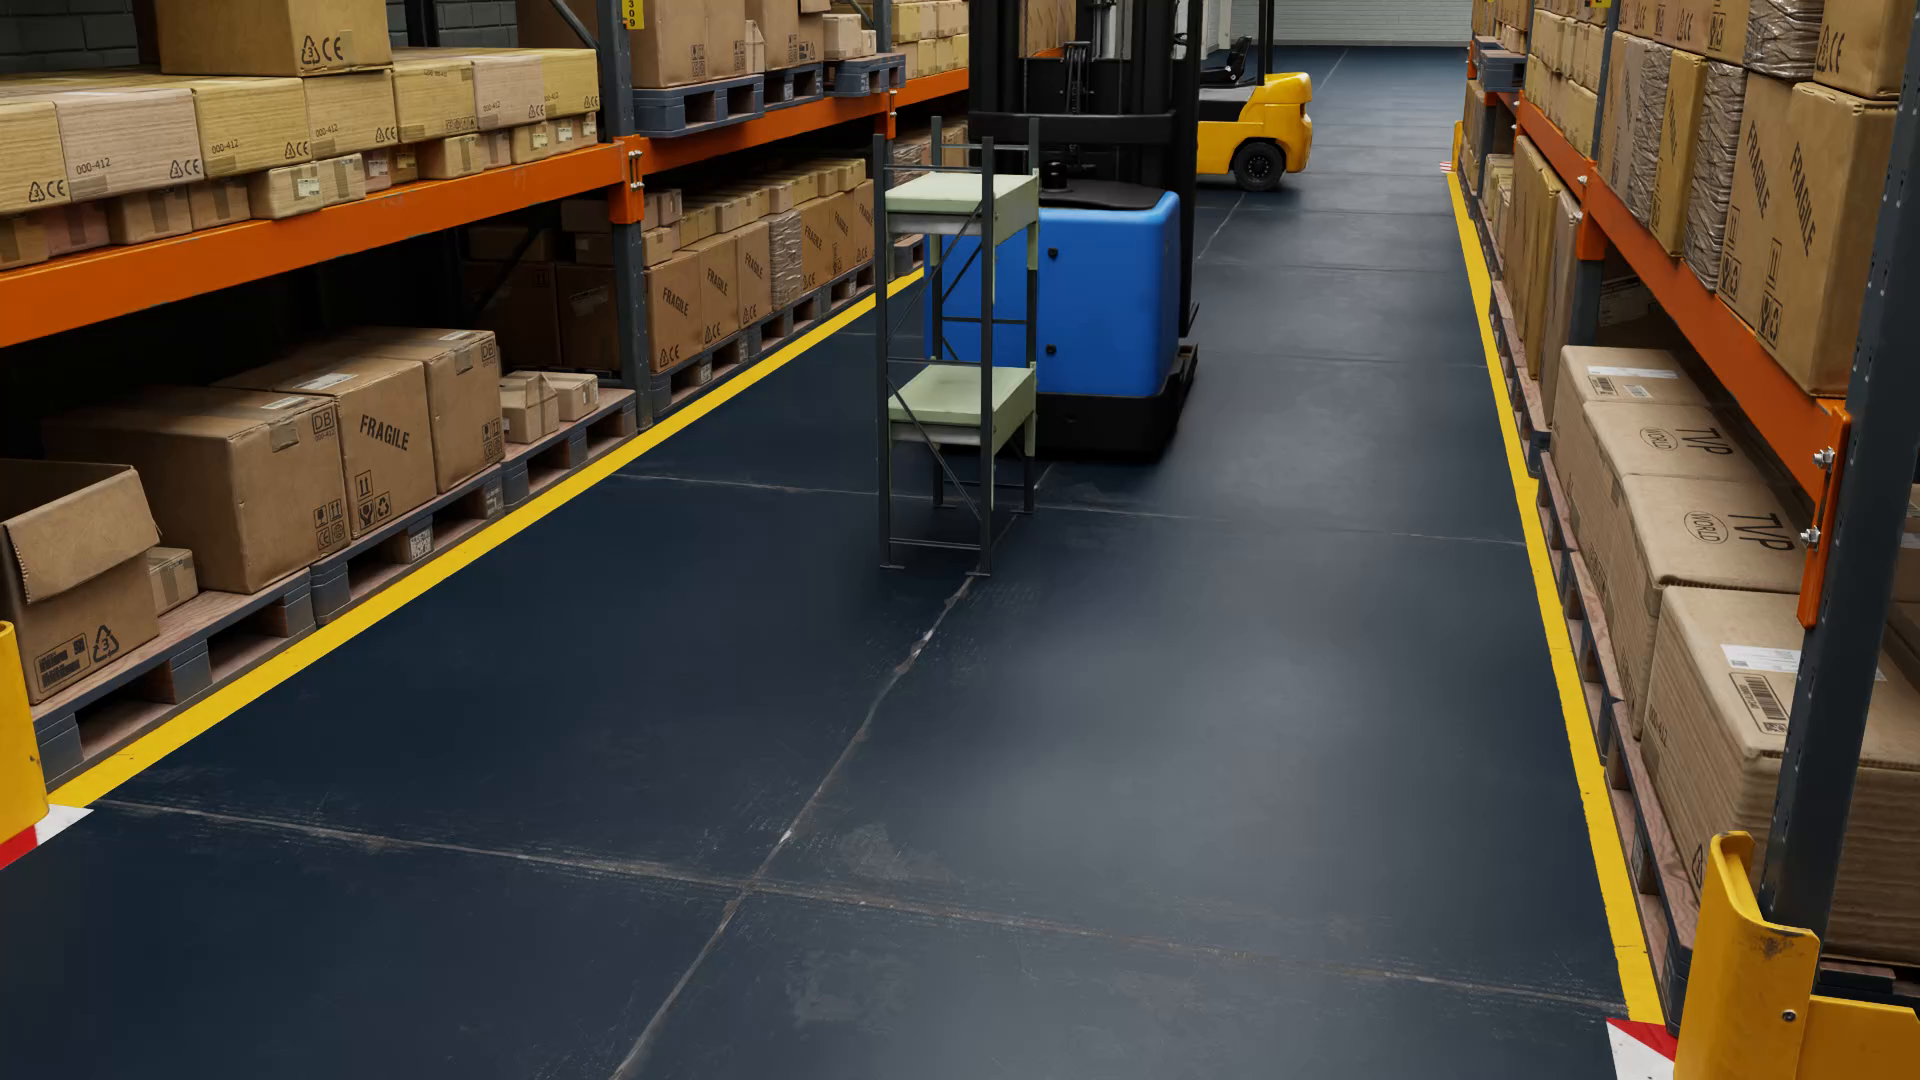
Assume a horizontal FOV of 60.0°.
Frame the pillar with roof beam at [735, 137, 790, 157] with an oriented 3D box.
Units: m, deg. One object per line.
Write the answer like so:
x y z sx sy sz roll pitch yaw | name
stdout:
2.673 -6.199 10.413 9.100 9.000 0.400 5 19 13 | pillar with roof beam

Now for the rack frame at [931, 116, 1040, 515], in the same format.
0.091 -0.827 6.287 0.400 1.500 0.023 5 19 13 | rack frame

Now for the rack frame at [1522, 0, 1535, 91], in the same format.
3.868 -2.829 9.829 1.000 3.000 0.127 5 19 13 | rack frame

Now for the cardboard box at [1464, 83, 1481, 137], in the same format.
5.228 -4.186 16.247 0.500 0.500 0.500 4 19 11 | cardboard box

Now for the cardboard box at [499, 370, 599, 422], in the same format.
-1.775 -0.618 7.117 0.380 0.149 0.250 4 19 12 | cardboard box

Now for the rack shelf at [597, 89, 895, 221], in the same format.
-1.435 -2.252 9.255 1.077 0.370 4.000 5 19 13 | rack shelf

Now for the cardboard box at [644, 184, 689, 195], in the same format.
-1.747 -1.913 9.361 0.380 0.149 0.250 4 19 11 | cardboard box

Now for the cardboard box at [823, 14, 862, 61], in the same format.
-0.890 -2.991 9.887 0.500 0.250 0.500 4 19 11 | cardboard box

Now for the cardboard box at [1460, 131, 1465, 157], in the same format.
5.357 -4.003 16.871 0.500 0.250 0.500 4 19 13 | cardboard box

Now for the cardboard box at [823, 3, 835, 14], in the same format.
-1.106 -3.548 11.393 0.500 0.250 0.500 5 20 15 | cardboard box

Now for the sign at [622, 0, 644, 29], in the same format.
-1.396 -2.335 7.045 0.100 0.325 0.005 5 19 13 | sign

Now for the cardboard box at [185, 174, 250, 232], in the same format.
-2.326 -1.001 4.867 0.380 0.149 0.250 5 19 14 | cardboard box

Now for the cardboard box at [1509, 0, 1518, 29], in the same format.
3.825 -3.543 10.656 0.500 0.500 0.500 4 19 13 | cardboard box

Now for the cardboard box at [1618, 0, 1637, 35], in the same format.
2.539 -1.966 5.600 0.500 0.500 0.500 5 19 14 | cardboard box

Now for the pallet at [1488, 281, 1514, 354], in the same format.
3.602 -1.268 9.574 1.003 0.211 1.213 5 19 13 | pallet

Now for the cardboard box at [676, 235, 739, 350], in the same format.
-1.467 -1.283 8.522 0.500 0.500 0.500 4 19 13 | cardboard box

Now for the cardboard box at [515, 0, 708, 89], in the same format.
-1.589 -2.346 7.611 0.700 0.500 0.500 5 20 15 | cardboard box

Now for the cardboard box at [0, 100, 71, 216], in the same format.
-2.529 -0.903 3.963 0.500 0.250 0.500 5 19 14 | cardboard box

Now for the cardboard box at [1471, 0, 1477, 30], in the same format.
5.438 -5.398 16.736 0.500 0.500 0.500 4 19 13 | cardboard box

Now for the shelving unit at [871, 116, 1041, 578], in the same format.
0.002 -0.712 5.951 0.431 1.500 0.755 5 19 13 | shelving unit

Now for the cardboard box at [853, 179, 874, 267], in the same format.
-0.841 -2.086 10.872 0.500 0.500 0.500 5 20 15 | cardboard box

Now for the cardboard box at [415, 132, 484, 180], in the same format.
-1.965 -1.398 6.029 0.380 0.149 0.250 4 19 13 | cardboard box

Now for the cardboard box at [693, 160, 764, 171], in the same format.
-1.467 -2.323 10.561 0.380 0.149 0.250 5 20 15 | cardboard box

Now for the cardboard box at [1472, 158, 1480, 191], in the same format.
4.729 -3.187 14.481 0.500 0.250 0.500 6 20 16 | cardboard box

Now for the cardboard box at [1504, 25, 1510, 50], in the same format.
3.856 -3.368 11.146 0.380 0.149 0.250 5 19 14 | cardboard box

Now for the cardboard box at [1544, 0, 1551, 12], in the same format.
3.398 -3.058 8.798 0.500 0.500 0.500 5 19 14 | cardboard box

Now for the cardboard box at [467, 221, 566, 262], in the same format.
-2.113 -1.427 7.939 0.380 0.149 0.250 4 19 11 | cardboard box

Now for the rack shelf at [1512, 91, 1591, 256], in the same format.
3.379 -1.862 8.110 1.077 0.370 4.000 5 19 13 | rack shelf

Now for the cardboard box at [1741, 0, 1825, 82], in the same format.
1.899 -1.178 3.294 0.500 0.500 0.500 5 19 14 | cardboard box

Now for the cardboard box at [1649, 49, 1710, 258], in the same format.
2.141 -1.022 4.384 0.500 0.500 0.500 5 20 15 | cardboard box

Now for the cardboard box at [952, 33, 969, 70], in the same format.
-0.226 -3.750 12.759 0.500 0.250 0.500 5 20 15 | cardboard box

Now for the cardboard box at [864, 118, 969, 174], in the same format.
-0.283 -3.141 13.768 0.875 0.625 0.625 4 19 13 | cardboard box

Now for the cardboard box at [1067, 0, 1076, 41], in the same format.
0.882 -5.277 16.842 0.500 0.500 0.500 4 19 12 | cardboard box

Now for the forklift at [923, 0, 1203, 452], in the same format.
0.634 -2.198 8.087 1.130 2.935 3.031 4 19 11 | forklift

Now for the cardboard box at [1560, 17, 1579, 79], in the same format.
2.998 -2.218 7.500 0.500 0.250 0.500 5 20 15 | cardboard box

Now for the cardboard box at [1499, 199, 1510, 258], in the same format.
4.015 -1.960 10.702 0.950 0.372 0.625 3 19 10 | cardboard box

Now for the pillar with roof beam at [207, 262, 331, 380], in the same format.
1.207 -4.318 4.907 9.100 9.000 0.400 5 19 13 | pillar with roof beam

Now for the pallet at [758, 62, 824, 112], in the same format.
-1.417 -2.519 9.219 1.003 0.211 1.213 5 19 13 | pallet

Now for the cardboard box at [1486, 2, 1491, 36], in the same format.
4.832 -4.592 14.375 0.500 0.500 0.500 5 20 15 | cardboard box

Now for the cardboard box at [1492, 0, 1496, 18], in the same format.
4.452 -4.345 13.004 0.500 0.500 0.500 5 20 15 | cardboard box

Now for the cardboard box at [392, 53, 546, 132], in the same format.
-1.920 -1.699 6.292 0.500 0.250 0.500 5 19 14 | cardboard box

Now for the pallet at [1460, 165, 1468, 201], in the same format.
5.271 -3.360 15.698 1.003 0.211 1.213 5 19 13 | pallet

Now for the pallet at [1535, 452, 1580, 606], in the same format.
2.629 -0.023 5.930 1.003 0.211 1.213 5 19 13 | pallet

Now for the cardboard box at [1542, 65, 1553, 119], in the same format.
3.262 -2.298 8.507 0.500 0.250 0.500 5 20 15 | cardboard box

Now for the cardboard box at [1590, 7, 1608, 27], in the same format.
2.756 -2.256 6.449 0.500 0.500 0.500 5 20 15 | cardboard box

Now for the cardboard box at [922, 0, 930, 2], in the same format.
-0.429 -3.900 11.807 0.380 0.149 0.250 5 19 14 | cardboard box

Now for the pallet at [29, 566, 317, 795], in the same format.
-2.689 0.334 4.885 1.003 0.211 1.213 5 19 13 | pallet

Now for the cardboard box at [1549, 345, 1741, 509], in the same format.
2.633 -0.373 5.954 0.875 0.438 0.875 4 19 13 | cardboard box

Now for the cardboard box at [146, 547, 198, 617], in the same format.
-2.518 0.124 4.946 0.380 0.149 0.250 4 19 11 | cardboard box

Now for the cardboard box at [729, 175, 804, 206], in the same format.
-1.134 -2.043 9.743 0.380 0.149 0.250 4 19 13 | cardboard box

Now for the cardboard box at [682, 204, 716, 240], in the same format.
-1.480 -1.642 8.567 0.380 0.149 0.250 4 19 12 | cardboard box
